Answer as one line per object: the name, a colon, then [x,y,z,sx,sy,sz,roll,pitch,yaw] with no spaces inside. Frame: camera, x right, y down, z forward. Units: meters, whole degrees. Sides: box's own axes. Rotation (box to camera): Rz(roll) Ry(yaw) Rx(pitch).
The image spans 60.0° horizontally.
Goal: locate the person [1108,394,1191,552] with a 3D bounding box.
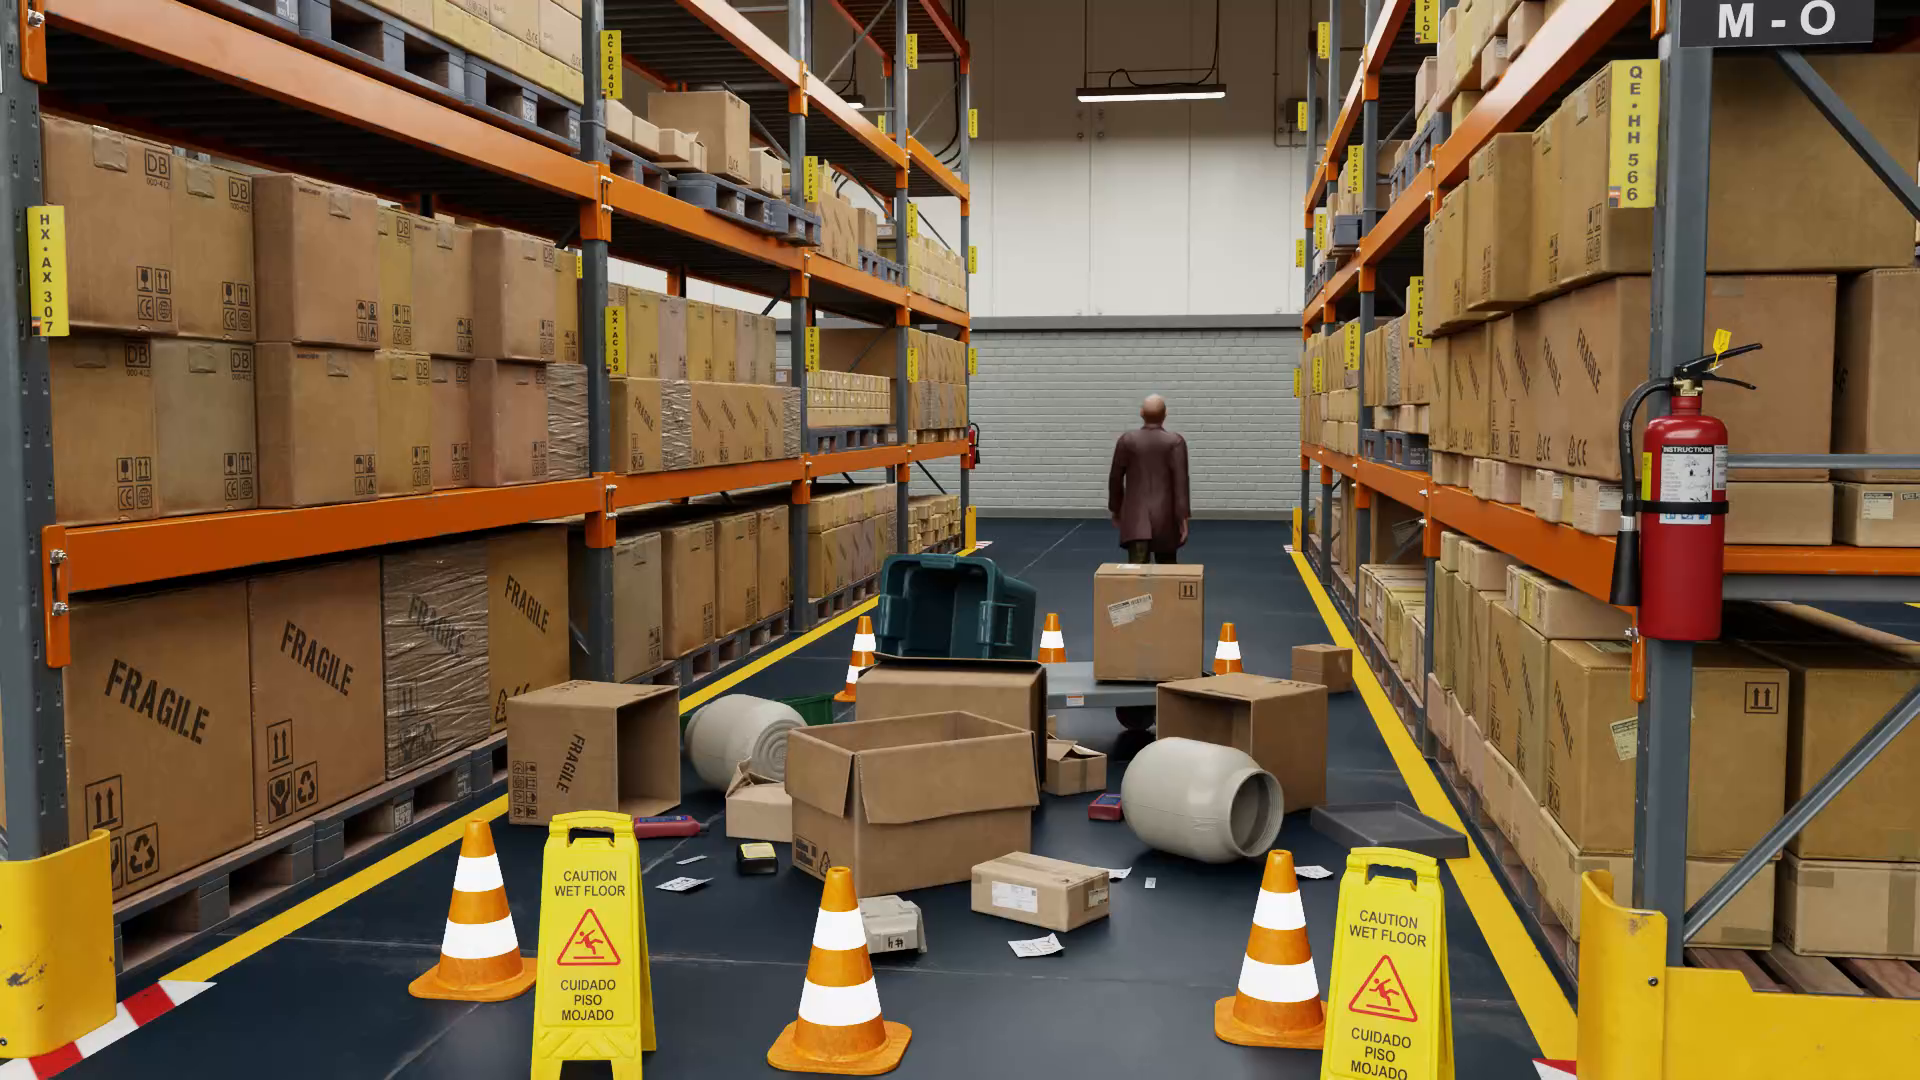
person: [1.375,-0.192,12.083,0.617,1.726,1.124,1,4,9]
